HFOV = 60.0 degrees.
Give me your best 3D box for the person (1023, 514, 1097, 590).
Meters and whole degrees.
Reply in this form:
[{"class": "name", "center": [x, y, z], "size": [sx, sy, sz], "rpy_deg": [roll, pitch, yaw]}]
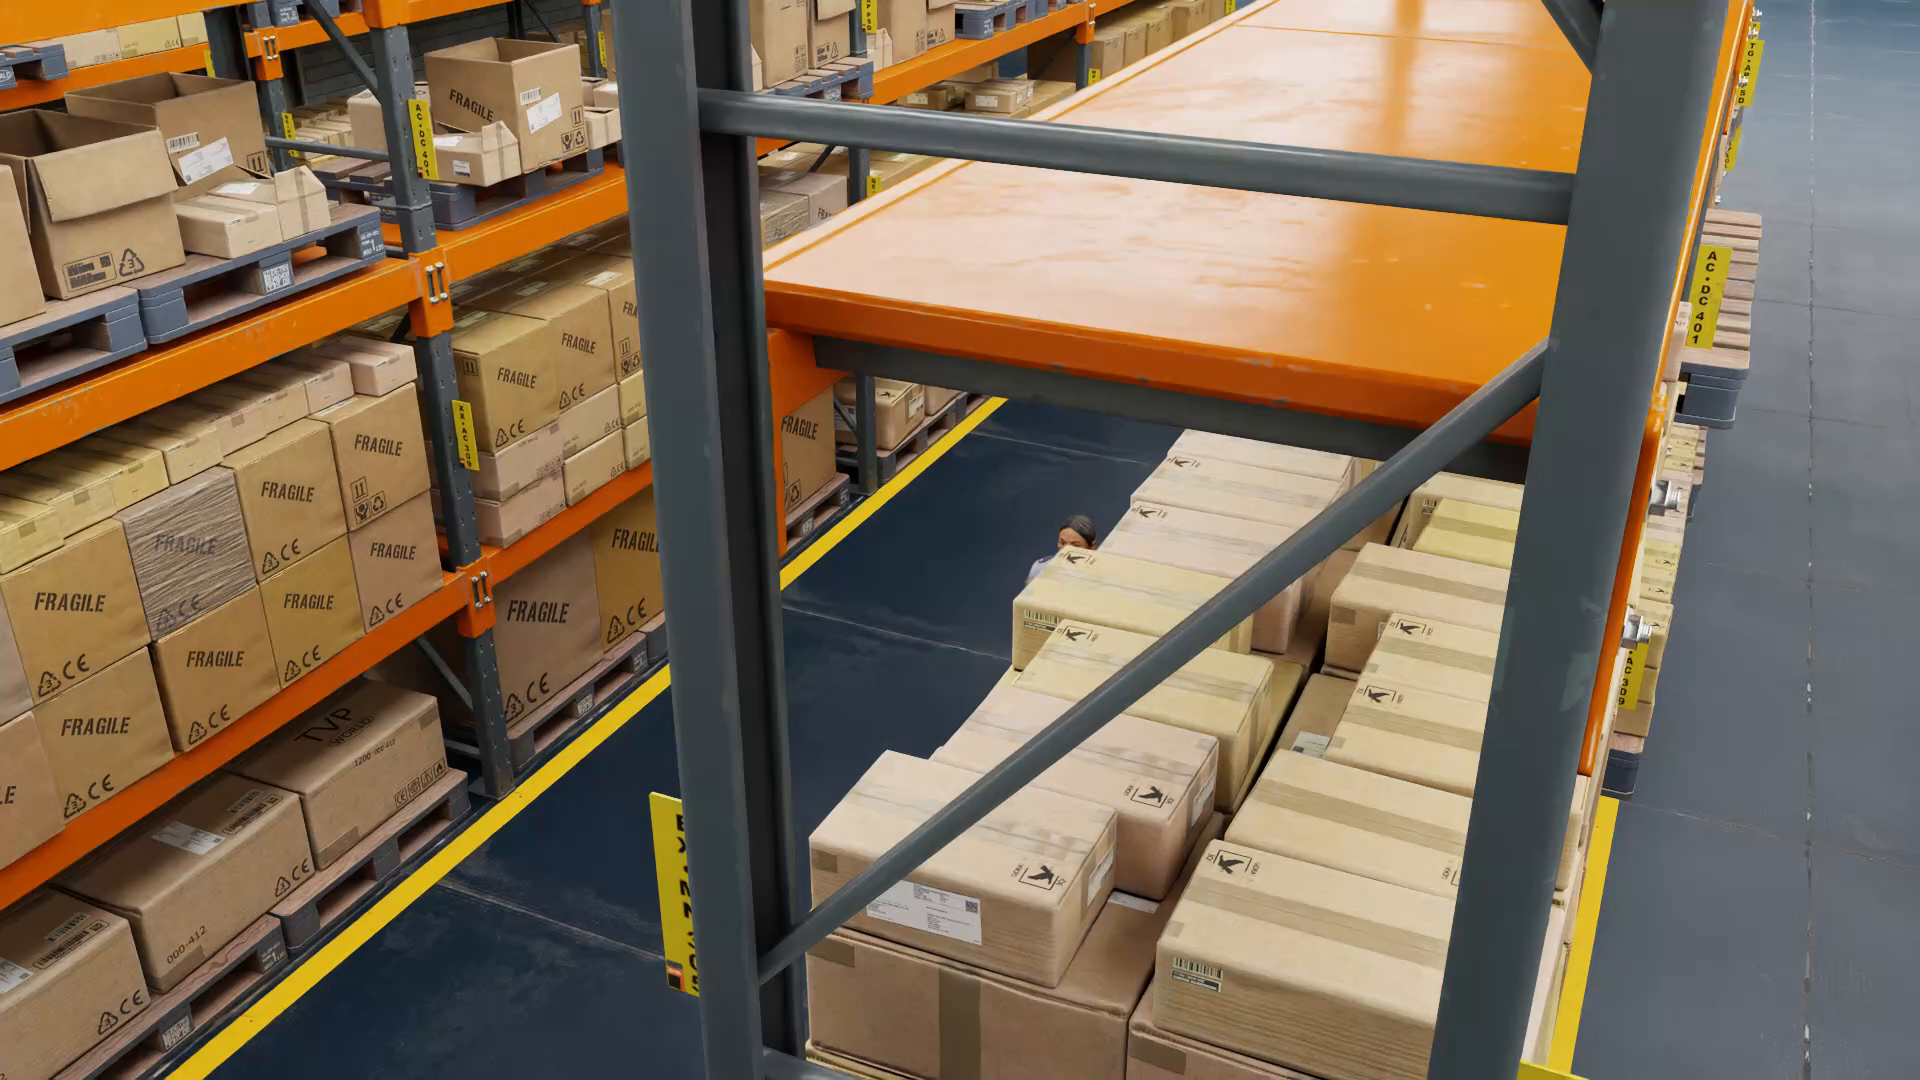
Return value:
[{"class": "person", "center": [0.549, 0.571, 8.008], "size": [0.516, 1.585, 1.048], "rpy_deg": [9, 28, 17]}]
